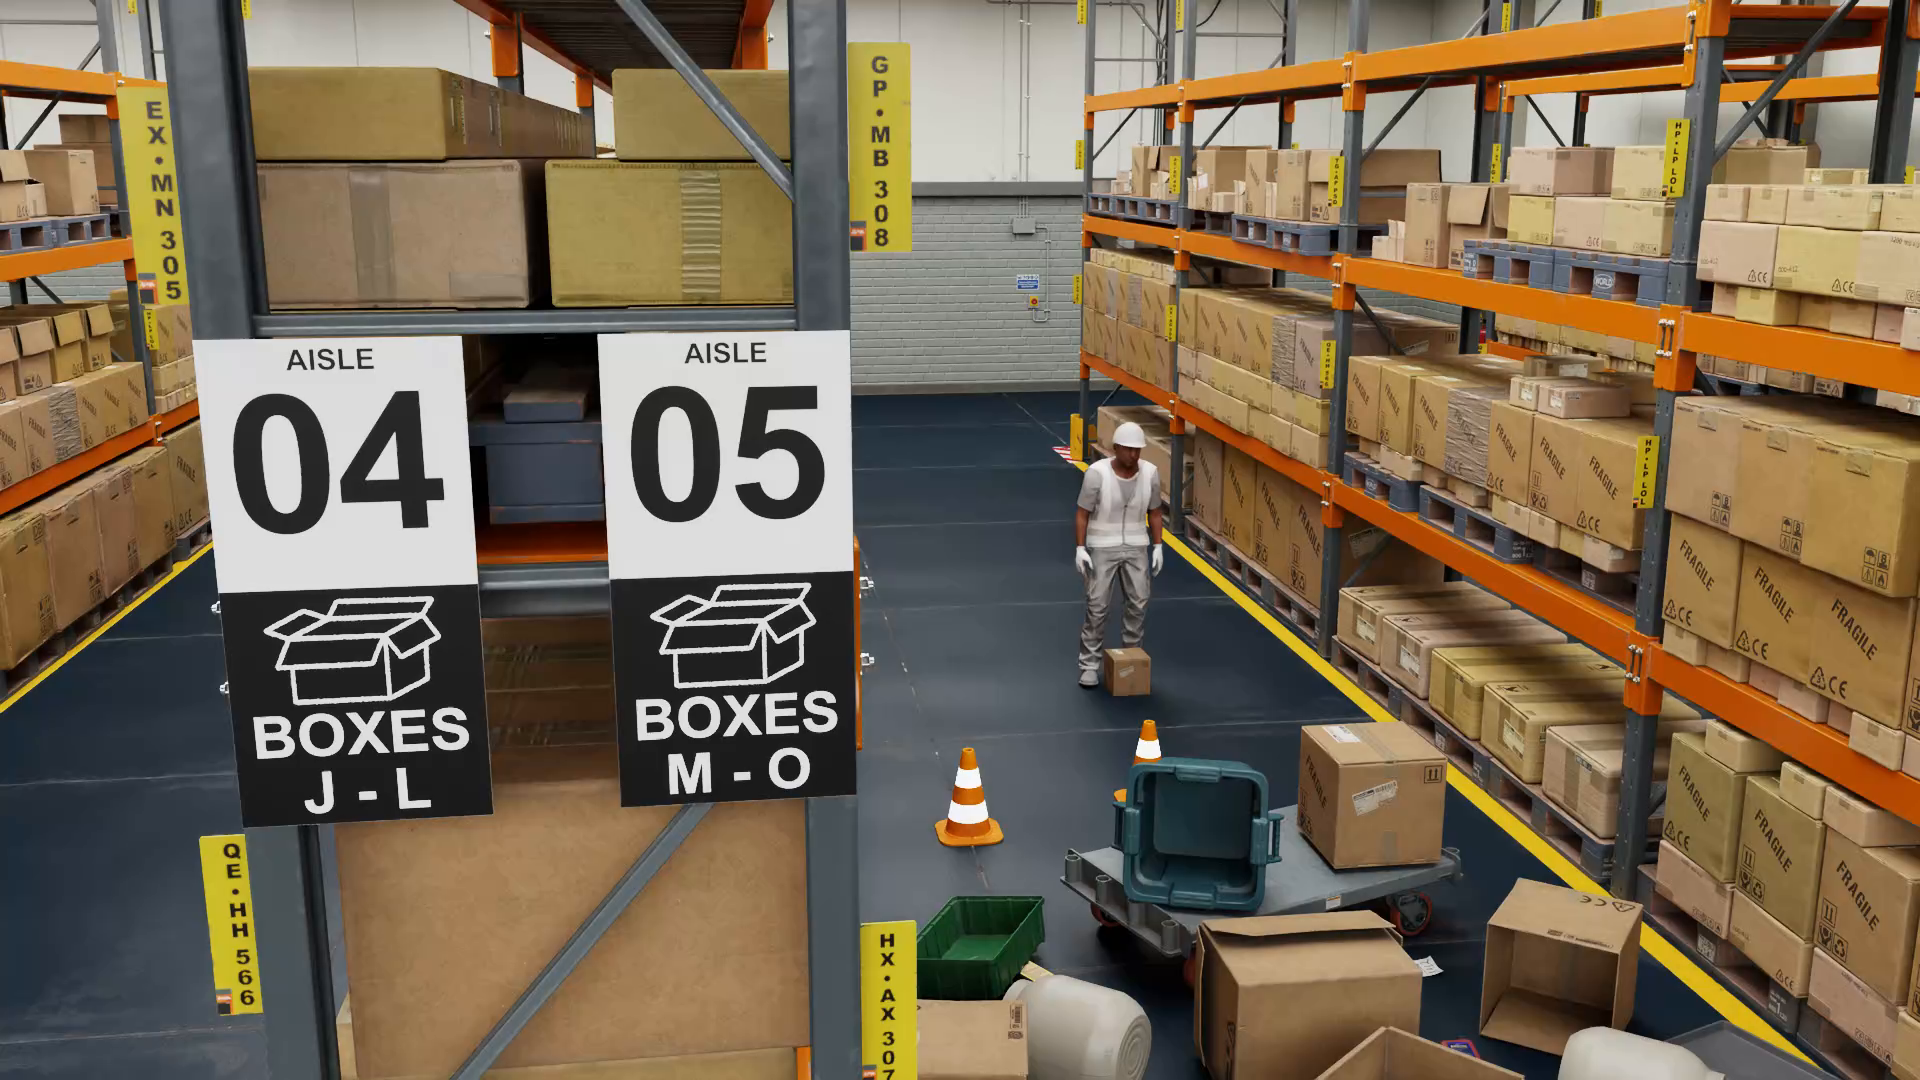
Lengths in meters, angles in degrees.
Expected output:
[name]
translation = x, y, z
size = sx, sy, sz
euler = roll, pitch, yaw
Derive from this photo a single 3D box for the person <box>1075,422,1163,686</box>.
[person]
translation = 1.065, 0.085, 11.096
size = 0.616, 1.772, 0.452
euler = -3, 13, -11
